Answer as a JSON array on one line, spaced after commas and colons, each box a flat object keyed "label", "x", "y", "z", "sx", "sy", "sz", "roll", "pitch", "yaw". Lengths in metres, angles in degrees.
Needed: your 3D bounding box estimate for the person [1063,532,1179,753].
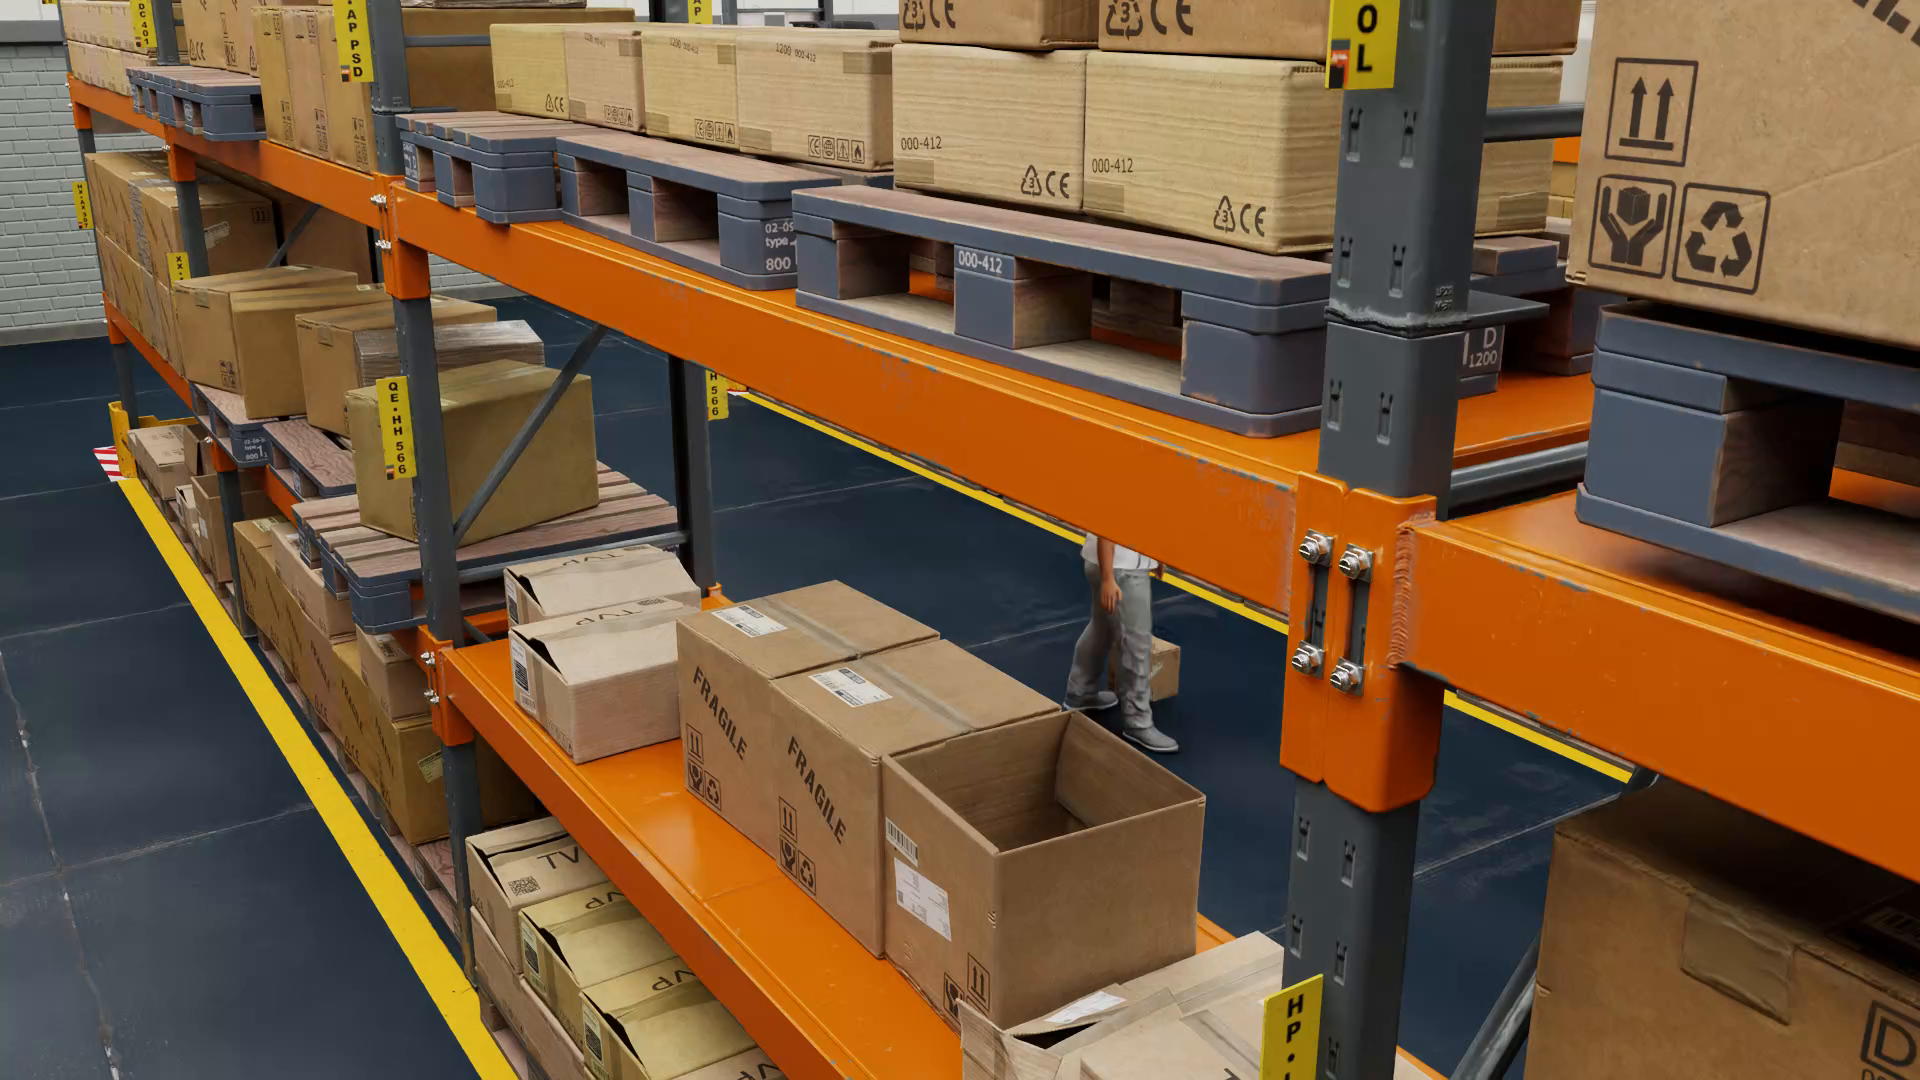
[{"label": "person", "x": 0.764, "y": 0.122, "z": 7.677, "sx": 0.625, "sy": 1.656, "sz": 0.610, "roll": 6, "pitch": 19, "yaw": 18}]
